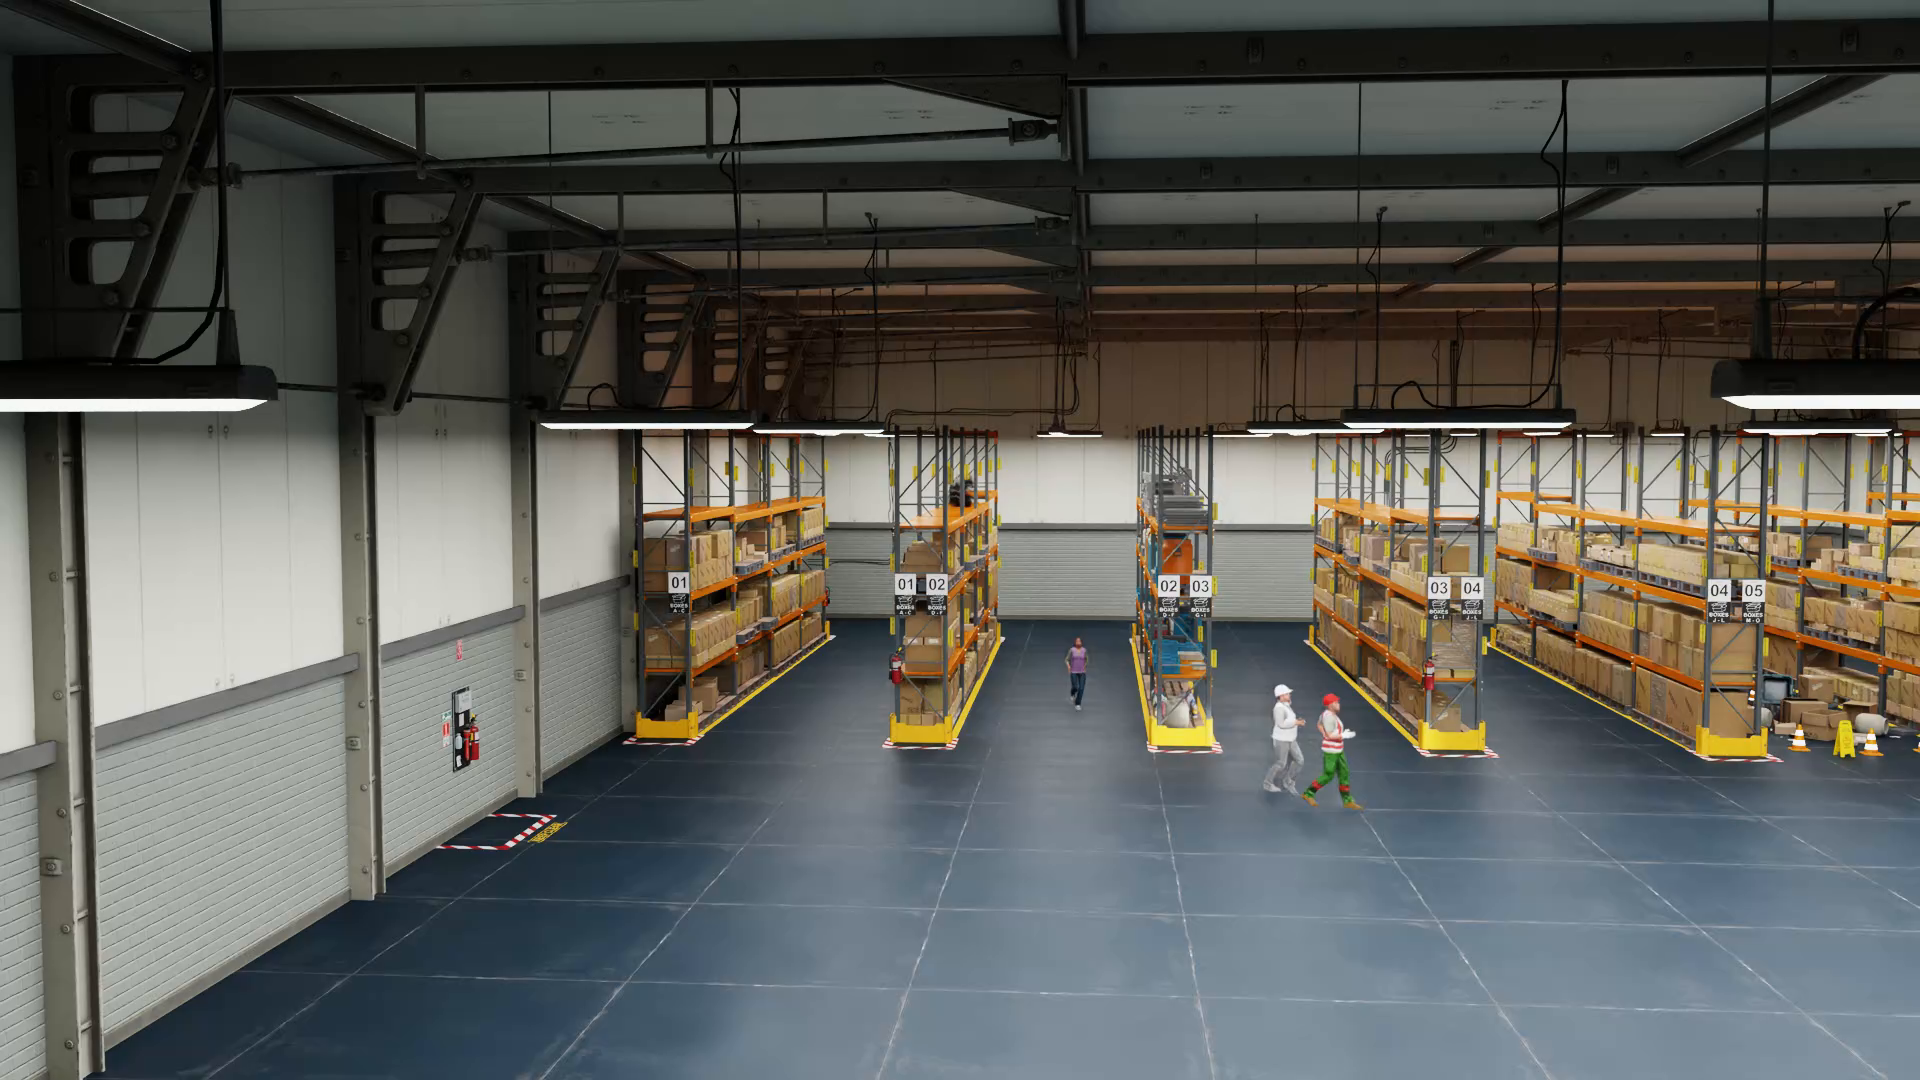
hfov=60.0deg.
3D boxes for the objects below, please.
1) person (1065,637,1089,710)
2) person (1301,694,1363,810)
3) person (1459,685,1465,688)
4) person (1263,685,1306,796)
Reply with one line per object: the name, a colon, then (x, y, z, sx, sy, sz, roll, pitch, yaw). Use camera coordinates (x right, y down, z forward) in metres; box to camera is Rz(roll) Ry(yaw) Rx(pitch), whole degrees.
person: (2.499, 2.828, 35.282, 0.507, 1.552, 0.512, 0, 3, -4)
person: (5.732, 3.251, 25.564, 0.933, 1.779, 0.657, 1, 4, 20)
person: (11.676, 2.489, 38.669, 0.664, 1.785, 0.965, 0, 3, 2)
person: (5.238, 3.234, 26.743, 0.711, 1.814, 0.637, 2, 4, 28)
